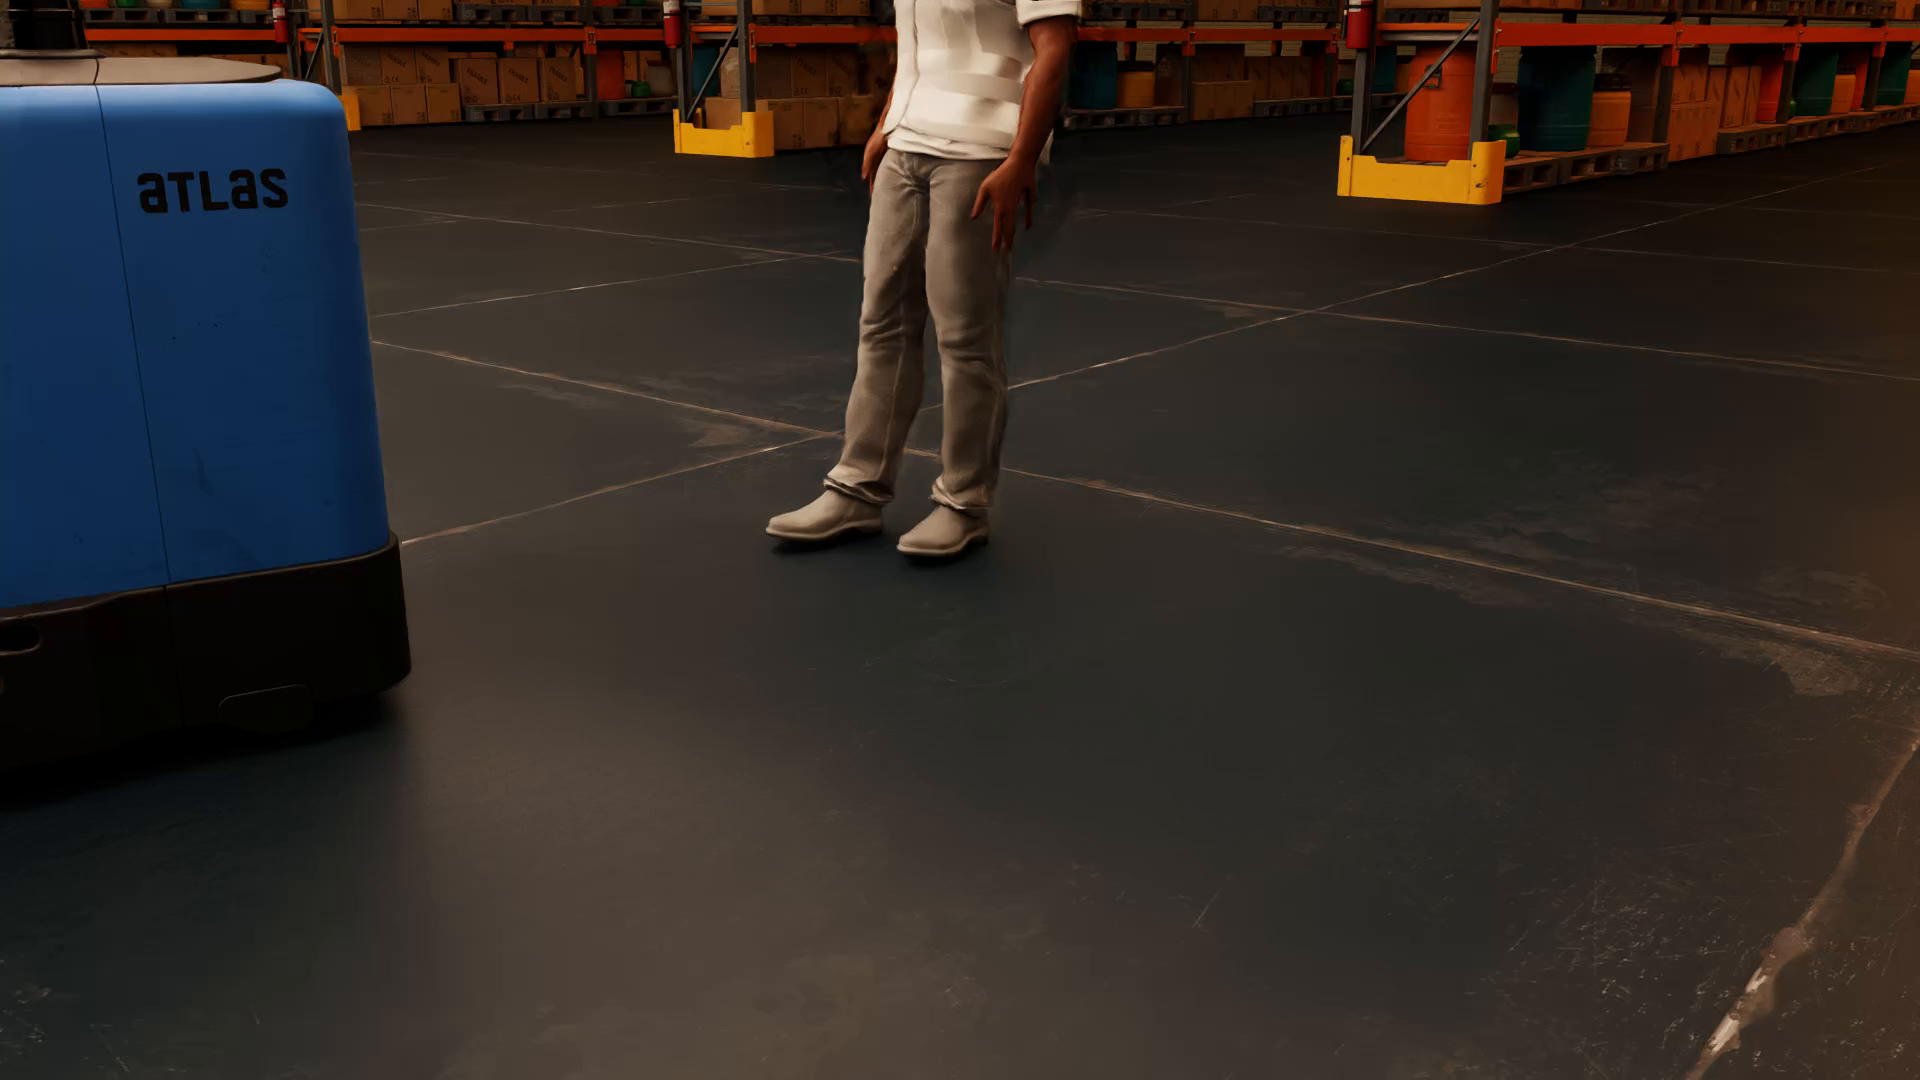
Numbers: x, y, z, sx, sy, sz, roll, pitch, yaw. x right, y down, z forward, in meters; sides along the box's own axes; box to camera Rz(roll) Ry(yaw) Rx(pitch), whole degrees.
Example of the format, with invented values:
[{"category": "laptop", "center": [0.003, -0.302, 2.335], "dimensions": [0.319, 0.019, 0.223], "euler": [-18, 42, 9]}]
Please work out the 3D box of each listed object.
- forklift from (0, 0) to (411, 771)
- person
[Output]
[{"category": "forklift", "center": [-2.499, -0.993, 2.169], "dimensions": [3.031, 2.935, 1.130], "euler": [-10, 19, -29]}, {"category": "person", "center": [-0.092, -0.833, 3.630], "dimensions": [0.638, 1.768, 0.661], "euler": [-10, 19, -29]}]
